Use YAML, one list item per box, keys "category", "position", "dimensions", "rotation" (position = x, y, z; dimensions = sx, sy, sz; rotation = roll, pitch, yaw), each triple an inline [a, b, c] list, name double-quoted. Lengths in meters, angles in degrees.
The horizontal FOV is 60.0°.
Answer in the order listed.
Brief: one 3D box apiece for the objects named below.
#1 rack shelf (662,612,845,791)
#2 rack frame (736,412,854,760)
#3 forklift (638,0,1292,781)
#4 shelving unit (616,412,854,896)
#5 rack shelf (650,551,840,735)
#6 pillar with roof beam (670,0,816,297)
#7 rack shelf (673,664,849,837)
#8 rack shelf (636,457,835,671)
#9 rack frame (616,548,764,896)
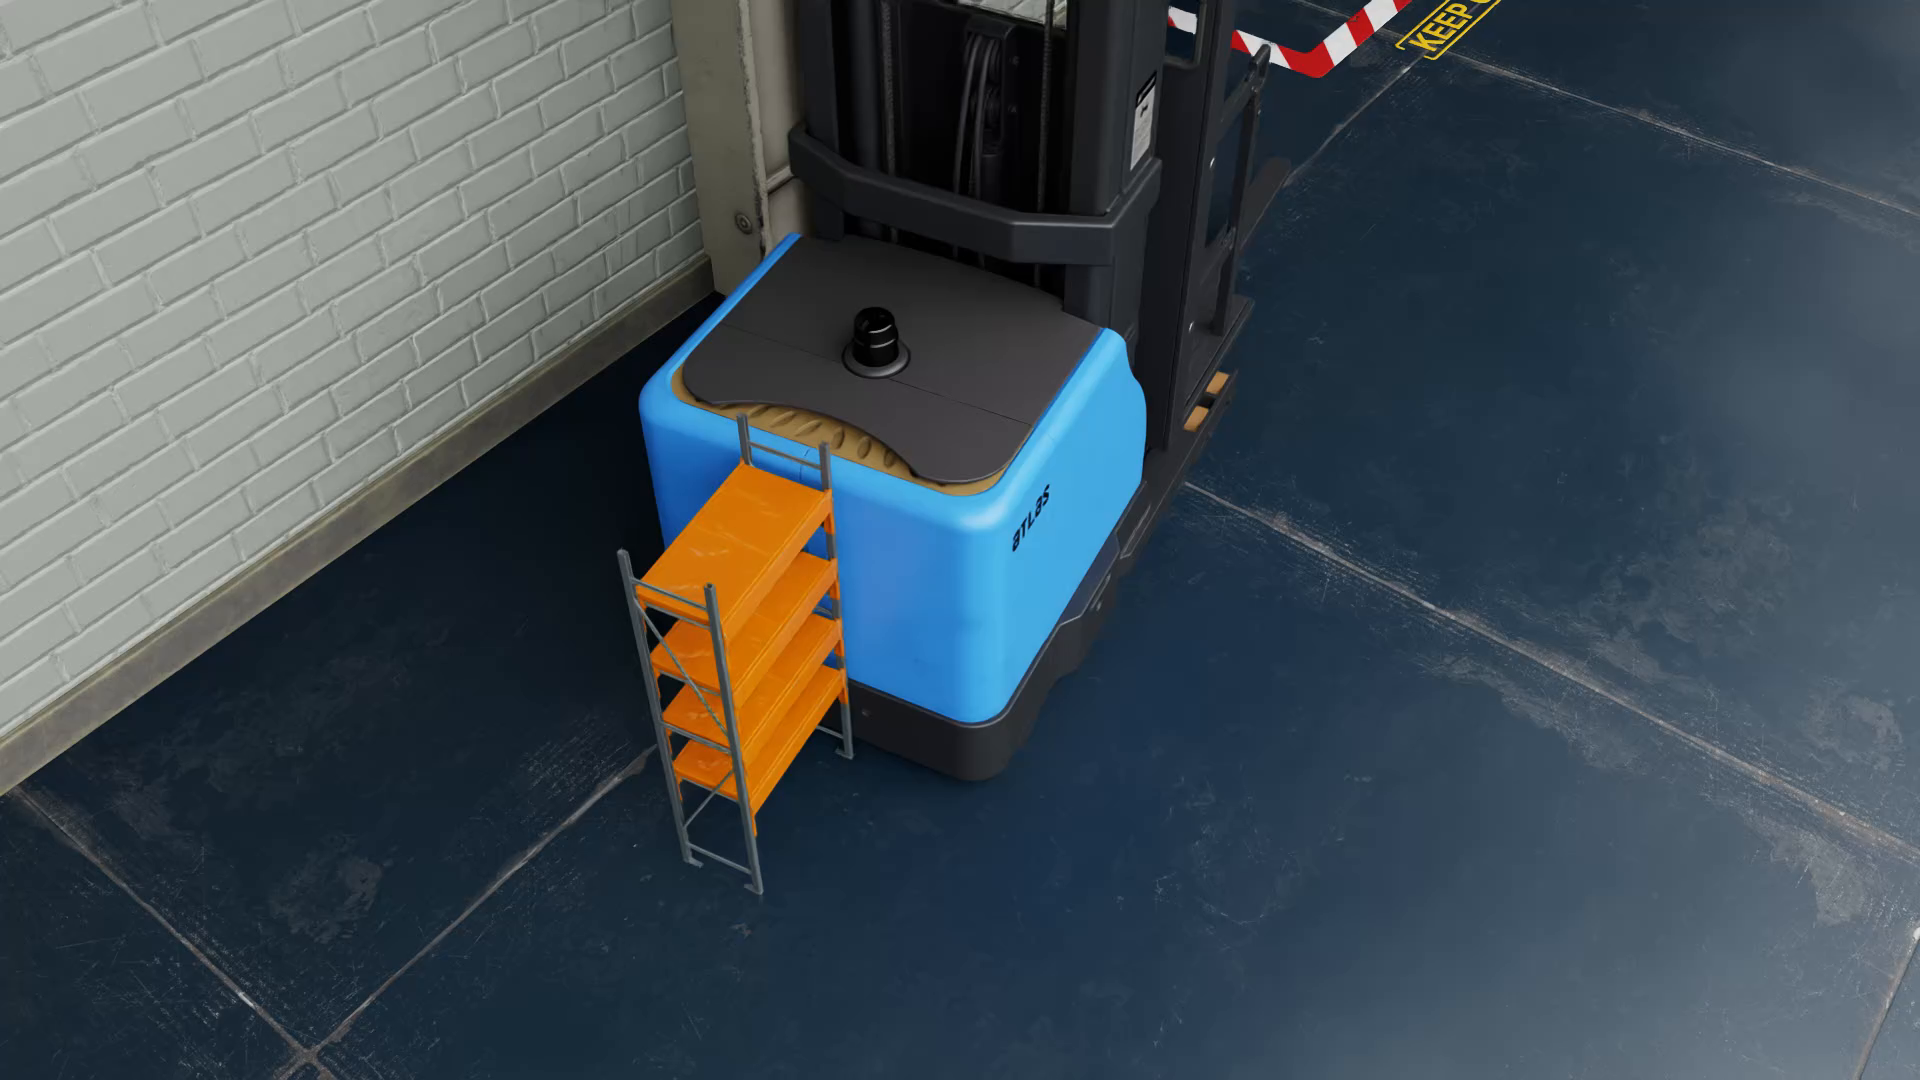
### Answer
- category: "rack shelf"
  position: [-0.518, 0.364, 4.166]
  dimensions: [0.258, 0.148, 0.480]
  rotation: [20, 49, 18]
- category: "rack frame"
  position: [-0.409, 0.159, 4.268]
  dimensions: [0.240, 1.200, 0.015]
  rotation: [20, 49, 18]
- category: "forklift"
  position: [0.286, -1.429, 4.588]
  dimensions: [1.130, 2.935, 3.031]
  rotation: [20, 49, 18]
- category: "shelving unit"
  position: [-0.518, 0.317, 4.117]
  dimensions: [0.258, 1.200, 0.503]
  rotation: [20, 49, 18]
- category: "rack shelf"
  position: [-0.518, 0.209, 4.004]
  dimensions: [0.258, 0.148, 0.480]
  rotation: [20, 49, 18]
- category: "pillar with roof beam"
  position: [2.718, -2.189, 1.118]
  dimensions: [9.100, 9.000, 0.400]
  rotation: [29, 53, 25]
- category: "rack shelf"
  position: [-0.518, 0.501, 4.310]
  dimensions: [0.258, 0.148, 0.480]
  rotation: [20, 49, 18]
- category: "rack shelf"
  position: [-0.518, 0.046, 3.833]
  dimensions: [0.258, 0.148, 0.480]
  rotation: [20, 49, 18]
- category: "rack frame"
  position: [-0.626, 0.475, 3.966]
  dimensions: [0.240, 1.200, 0.015]
  rotation: [20, 49, 18]
